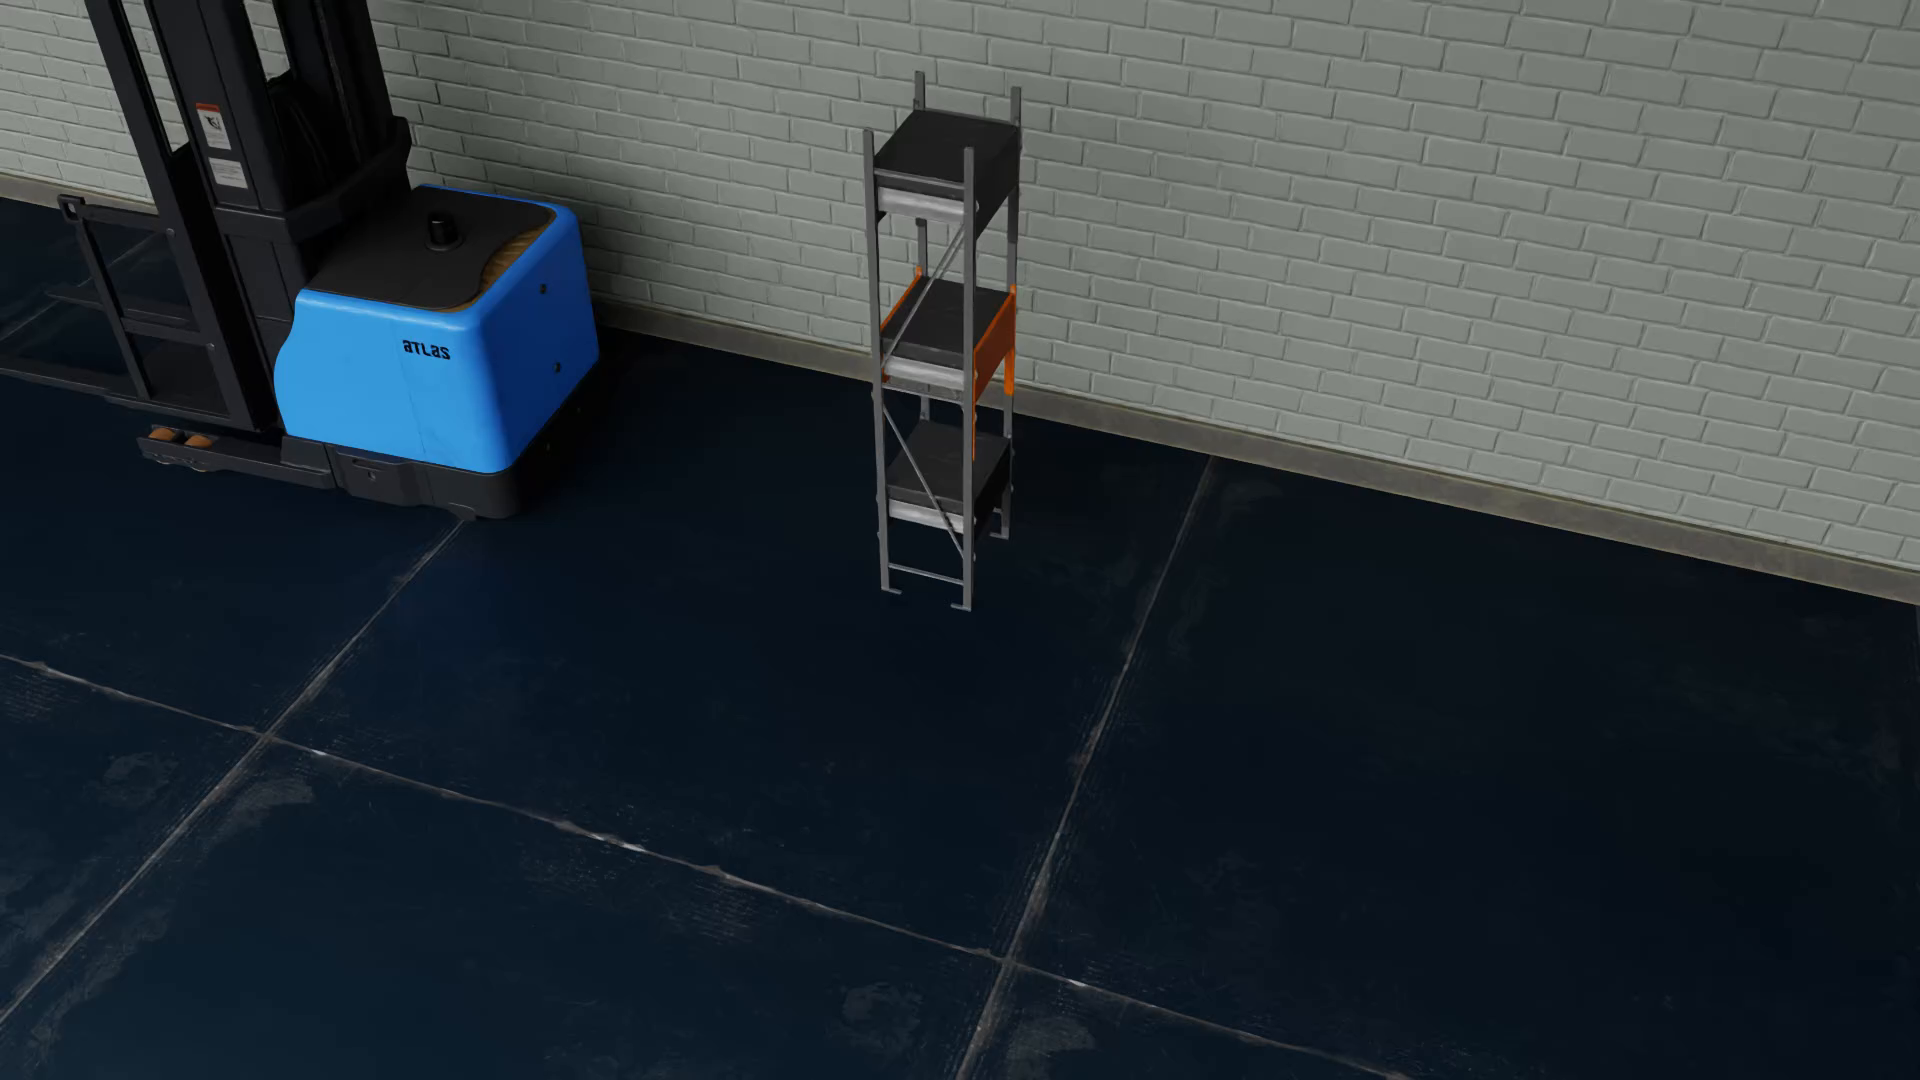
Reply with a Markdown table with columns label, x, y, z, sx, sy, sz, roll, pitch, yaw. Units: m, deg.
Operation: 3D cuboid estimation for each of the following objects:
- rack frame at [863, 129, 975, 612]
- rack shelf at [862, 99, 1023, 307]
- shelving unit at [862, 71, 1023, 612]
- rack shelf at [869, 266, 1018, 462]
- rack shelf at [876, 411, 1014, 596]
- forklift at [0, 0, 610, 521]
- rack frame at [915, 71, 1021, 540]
| label | x | y | z | sx | sy | sz | roll | pitch | yaw |
| --- | --- | --- | --- | --- | --- | --- | --- | --- | --- |
| rack frame | -0.140 | -0.549 | 6.276 | 0.400 | 2.100 | 0.015 | 13 | 42 | 15 |
| rack shelf | -0.057 | -1.220 | 6.005 | 0.431 | 0.518 | 0.480 | 13 | 42 | 15 |
| shelving unit | -0.057 | -0.698 | 6.450 | 0.431 | 2.100 | 0.503 | 13 | 42 | 15 |
| rack shelf | -0.057 | -0.687 | 6.459 | 0.431 | 0.518 | 0.480 | 13 | 42 | 15 |
| rack shelf | -0.057 | -0.155 | 6.913 | 0.431 | 0.518 | 0.480 | 13 | 42 | 15 |
| forklift | -3.245 | -1.743 | 7.035 | 3.031 | 2.935 | 1.130 | 11 | 42 | 13 |
| rack frame | 0.027 | -0.847 | 6.625 | 0.400 | 2.100 | 0.015 | 13 | 42 | 15 |
